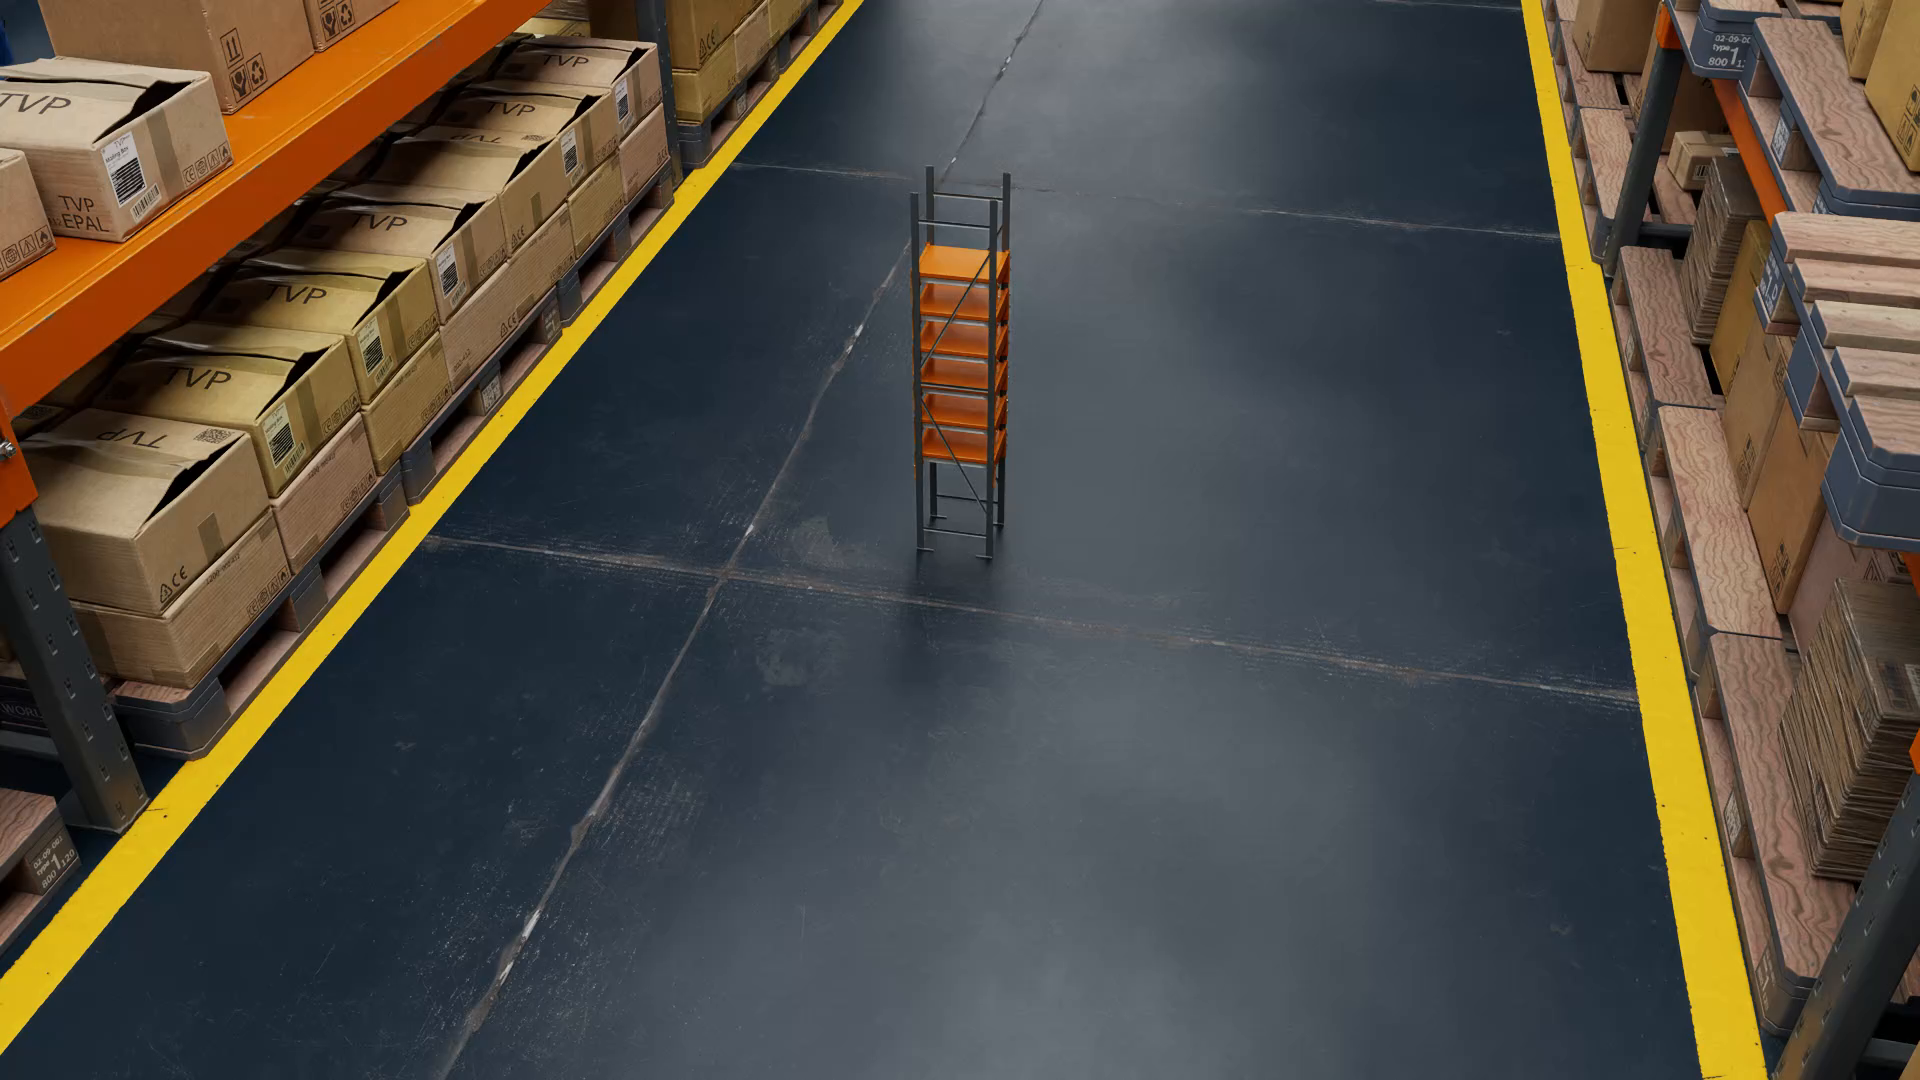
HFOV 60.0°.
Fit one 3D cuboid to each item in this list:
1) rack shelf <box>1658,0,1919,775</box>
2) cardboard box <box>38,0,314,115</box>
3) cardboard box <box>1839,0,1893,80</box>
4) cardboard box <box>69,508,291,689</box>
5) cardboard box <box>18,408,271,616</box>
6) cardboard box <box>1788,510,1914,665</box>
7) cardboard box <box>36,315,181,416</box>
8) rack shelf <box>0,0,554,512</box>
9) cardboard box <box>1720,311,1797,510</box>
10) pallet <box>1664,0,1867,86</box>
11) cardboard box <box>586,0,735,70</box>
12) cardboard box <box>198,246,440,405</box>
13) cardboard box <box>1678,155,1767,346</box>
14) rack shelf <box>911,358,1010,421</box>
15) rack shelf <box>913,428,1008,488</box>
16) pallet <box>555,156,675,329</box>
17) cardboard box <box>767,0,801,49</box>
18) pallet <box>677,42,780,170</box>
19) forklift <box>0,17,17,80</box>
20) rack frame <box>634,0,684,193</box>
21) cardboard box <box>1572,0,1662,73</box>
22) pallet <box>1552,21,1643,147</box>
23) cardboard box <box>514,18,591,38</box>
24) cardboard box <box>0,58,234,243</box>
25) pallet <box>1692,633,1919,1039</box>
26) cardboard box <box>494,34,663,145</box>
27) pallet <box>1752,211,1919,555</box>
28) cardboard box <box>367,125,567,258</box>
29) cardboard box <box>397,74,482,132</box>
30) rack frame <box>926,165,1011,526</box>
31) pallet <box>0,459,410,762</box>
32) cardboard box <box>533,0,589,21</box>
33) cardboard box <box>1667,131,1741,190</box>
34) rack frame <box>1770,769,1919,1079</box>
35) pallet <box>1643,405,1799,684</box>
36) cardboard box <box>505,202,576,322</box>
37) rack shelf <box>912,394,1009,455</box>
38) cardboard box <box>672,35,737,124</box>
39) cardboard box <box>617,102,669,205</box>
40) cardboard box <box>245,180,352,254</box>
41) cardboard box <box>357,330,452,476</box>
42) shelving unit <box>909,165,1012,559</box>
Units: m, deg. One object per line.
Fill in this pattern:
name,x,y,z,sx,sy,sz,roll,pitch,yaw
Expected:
rack shelf,2.670,-0.797,4.407,1.077,0.370,4.000,7,37,10
cardboard box,-2.255,-1.565,4.768,0.500,0.500,0.500,5,36,7
cardboard box,2.719,-1.465,4.256,0.700,0.500,0.500,12,38,16
cardboard box,-2.198,0.119,4.515,0.500,0.250,0.500,7,37,10
cardboard box,-2.198,-0.108,4.350,0.500,0.311,0.500,9,37,12
cardboard box,2.569,0.192,4.184,0.700,0.500,0.500,7,37,10
cardboard box,-2.621,-0.475,4.856,0.500,0.311,0.500,7,36,9
rack shelf,-2.170,-1.416,5.261,1.077,0.370,4.000,7,37,10
cardboard box,2.747,-0.387,4.983,0.700,0.500,0.500,8,37,10
pallet,2.792,-1.738,5.255,1.003,0.211,1.213,7,37,10
cardboard box,-1.338,-2.441,7.408,0.500,0.500,0.500,7,37,10
cardboard box,-1.983,-0.702,5.170,0.500,0.311,0.500,6,36,9
cardboard box,2.956,-0.977,5.797,0.700,0.500,0.500,9,37,12
rack shelf,0.003,-0.458,4.935,0.258,0.103,0.180,7,37,10
rack shelf,0.003,-0.264,5.076,0.258,0.103,0.180,7,37,10
pallet,-1.862,-1.298,6.861,1.003,0.211,1.213,7,37,10
cardboard box,-1.124,-2.711,8.419,0.500,0.250,0.500,7,37,10
pallet,-1.532,-2.176,8.072,1.003,0.211,1.213,7,37,10
forklift,-4.520,-1.697,5.094,1.130,2.935,3.031,7,36,9
rack frame,-1.743,-2.854,6.632,1.000,3.000,0.127,7,37,10
cardboard box,3.389,-2.568,7.992,0.700,0.500,0.500,5,36,7
pallet,3.465,-2.197,8.102,1.003,0.211,1.213,7,37,10
cardboard box,-1.857,-2.204,7.720,0.500,0.250,0.500,7,37,10
cardboard box,-2.217,-1.013,4.168,0.500,0.311,0.500,7,37,9
pallet,2.411,0.739,4.050,1.003,0.211,1.213,7,37,10
cardboard box,-1.549,-1.870,6.781,0.500,0.311,0.500,7,37,10
pallet,2.291,-0.286,3.252,1.213,0.211,1.003,7,37,10
cardboard box,-1.763,-1.285,5.974,0.500,0.311,0.500,7,37,10
cardboard box,-2.186,-1.646,6.472,0.500,0.311,0.500,7,37,9
rack frame,0.023,-0.547,4.982,0.240,1.200,0.006,7,37,10
pallet,-2.383,0.101,4.930,1.003,0.211,1.213,7,37,10
cardboard box,-1.739,-2.793,7.894,0.500,0.500,0.500,7,37,10
cardboard box,3.182,-1.577,6.909,0.380,0.166,0.250,3,36,4
rack frame,2.243,0.058,2.614,1.000,3.000,0.127,7,37,10
pallet,2.674,0.042,5.012,1.003,0.211,1.213,7,37,10
cardboard box,-1.767,-1.054,6.133,0.500,0.250,0.500,8,37,11
rack shelf,0.003,-0.361,5.006,0.258,0.103,0.180,7,37,10
cardboard box,-1.348,-2.139,7.630,0.500,0.250,0.500,7,37,10
cardboard box,-1.548,-1.637,6.937,0.500,0.250,0.500,7,37,10
cardboard box,-2.402,-1.051,5.651,0.500,0.311,0.500,8,37,11
cardboard box,-1.987,-0.468,5.325,0.500,0.250,0.500,6,36,9
shelving unit,0.003,-0.494,4.909,0.258,1.200,0.189,7,37,10
